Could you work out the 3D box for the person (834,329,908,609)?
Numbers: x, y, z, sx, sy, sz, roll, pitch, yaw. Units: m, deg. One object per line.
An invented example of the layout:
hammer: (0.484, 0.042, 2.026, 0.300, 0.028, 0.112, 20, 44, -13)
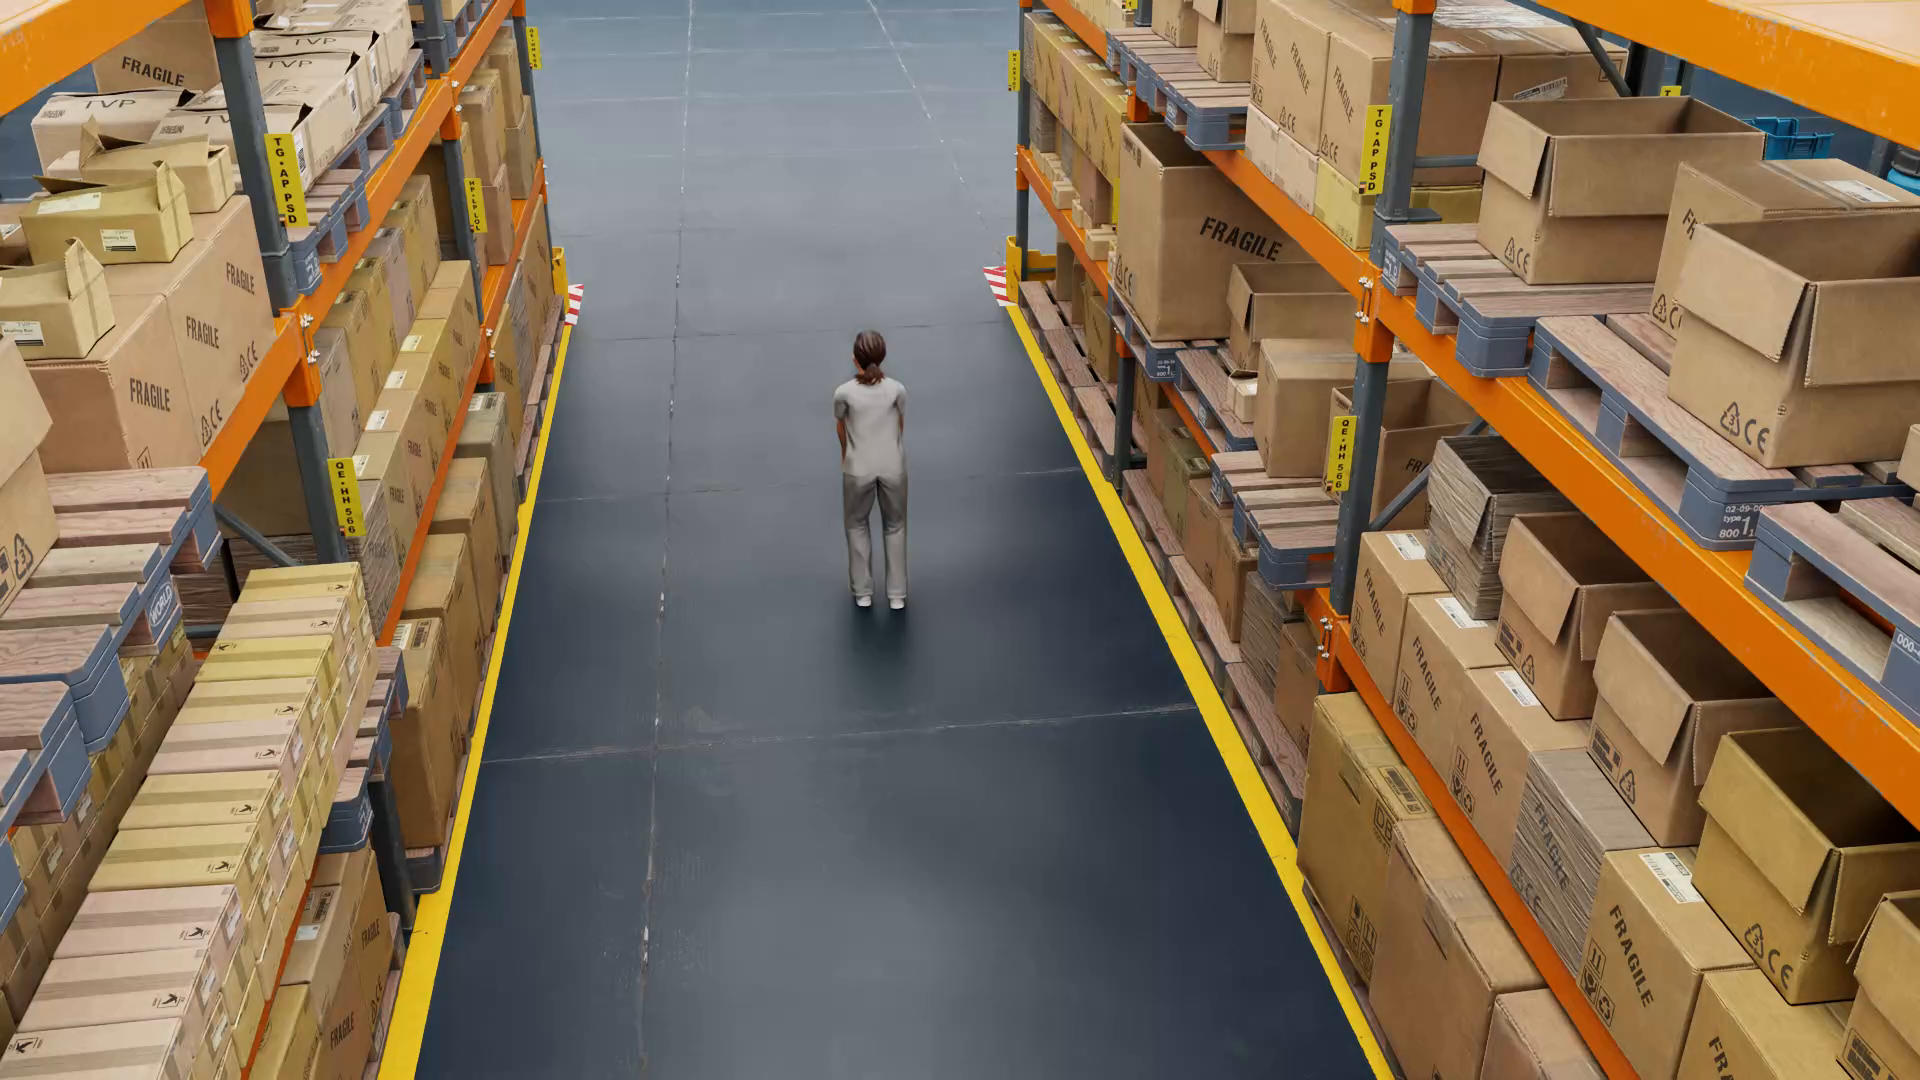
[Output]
person: (-0.504, -0.416, 9.444, 0.411, 1.666, 0.504, -4, 28, -8)
